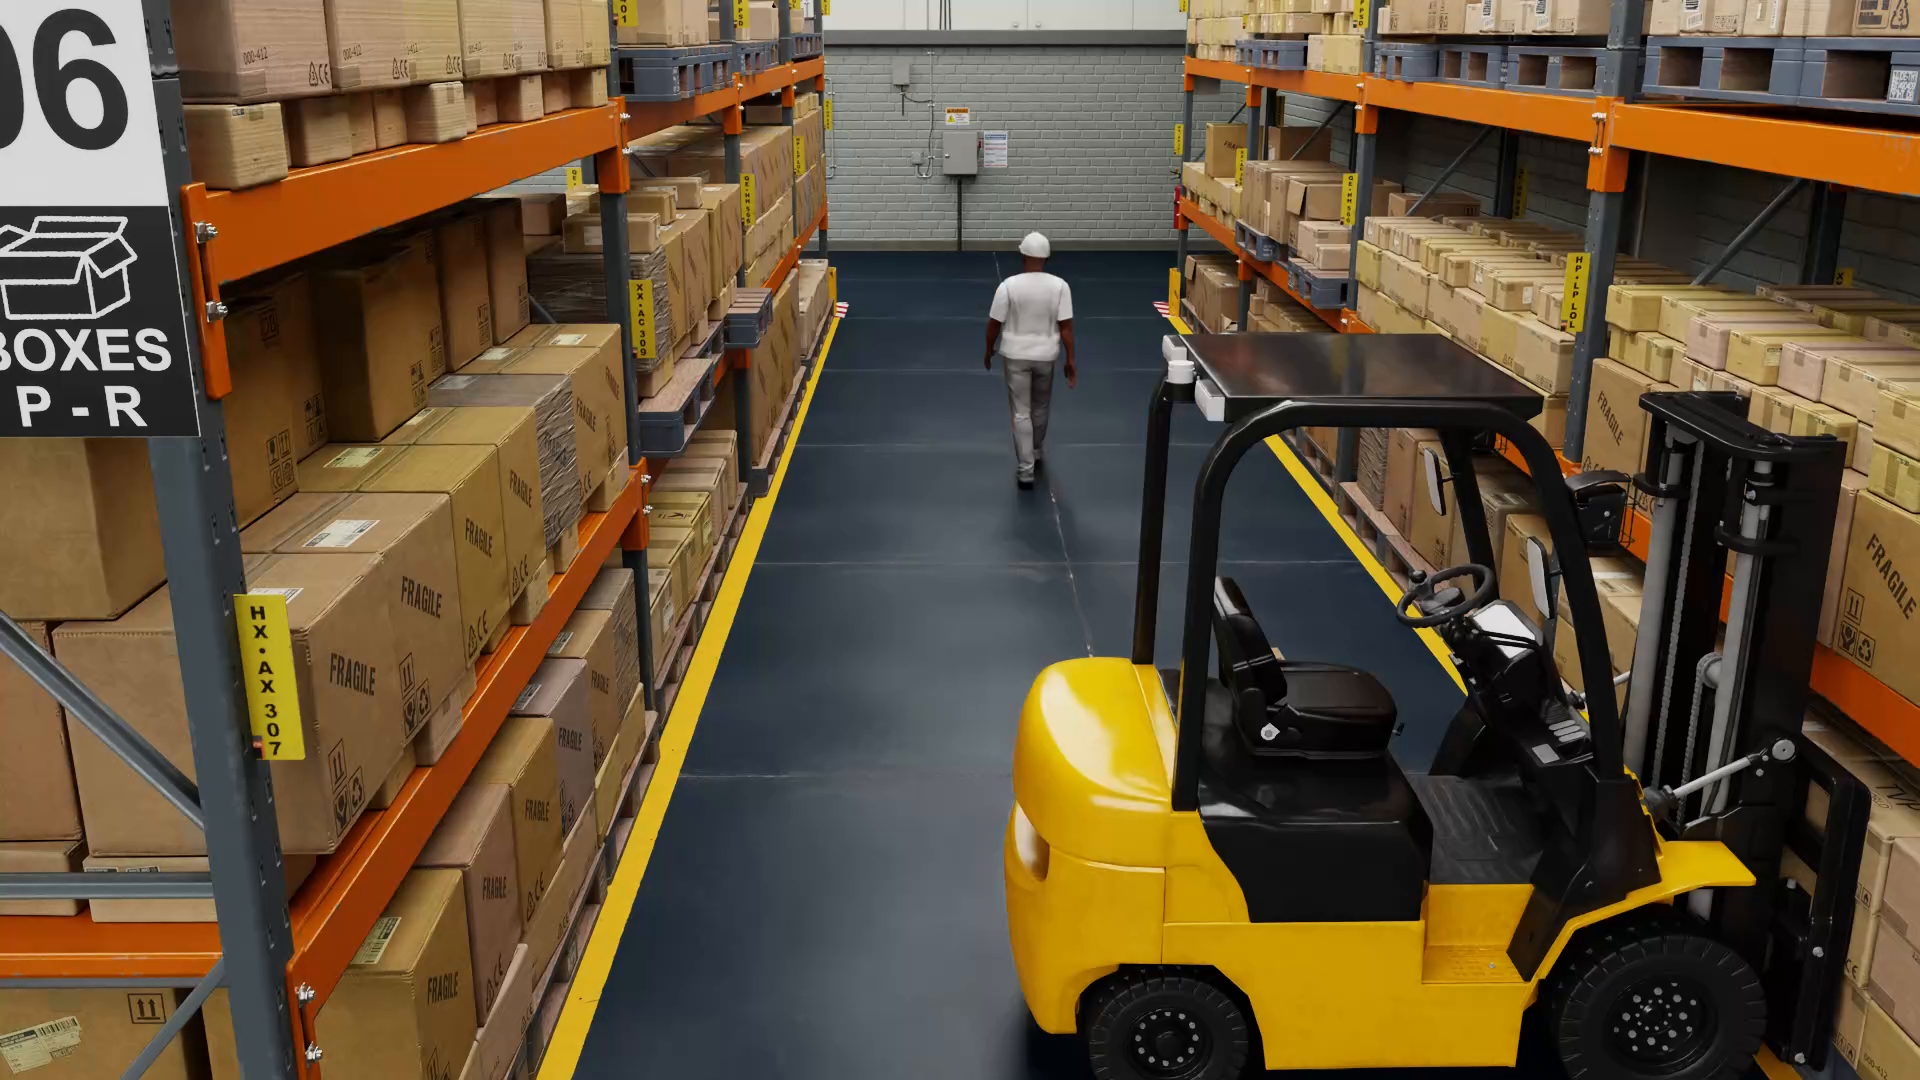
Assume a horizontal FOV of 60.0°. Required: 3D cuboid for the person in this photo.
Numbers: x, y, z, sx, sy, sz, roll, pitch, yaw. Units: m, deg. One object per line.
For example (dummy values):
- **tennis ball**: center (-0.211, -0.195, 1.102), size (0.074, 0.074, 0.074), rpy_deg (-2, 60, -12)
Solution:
- **person**: center (0.479, -1.342, 11.850), size (0.612, 1.710, 0.989), rpy_deg (-3, 17, -9)
